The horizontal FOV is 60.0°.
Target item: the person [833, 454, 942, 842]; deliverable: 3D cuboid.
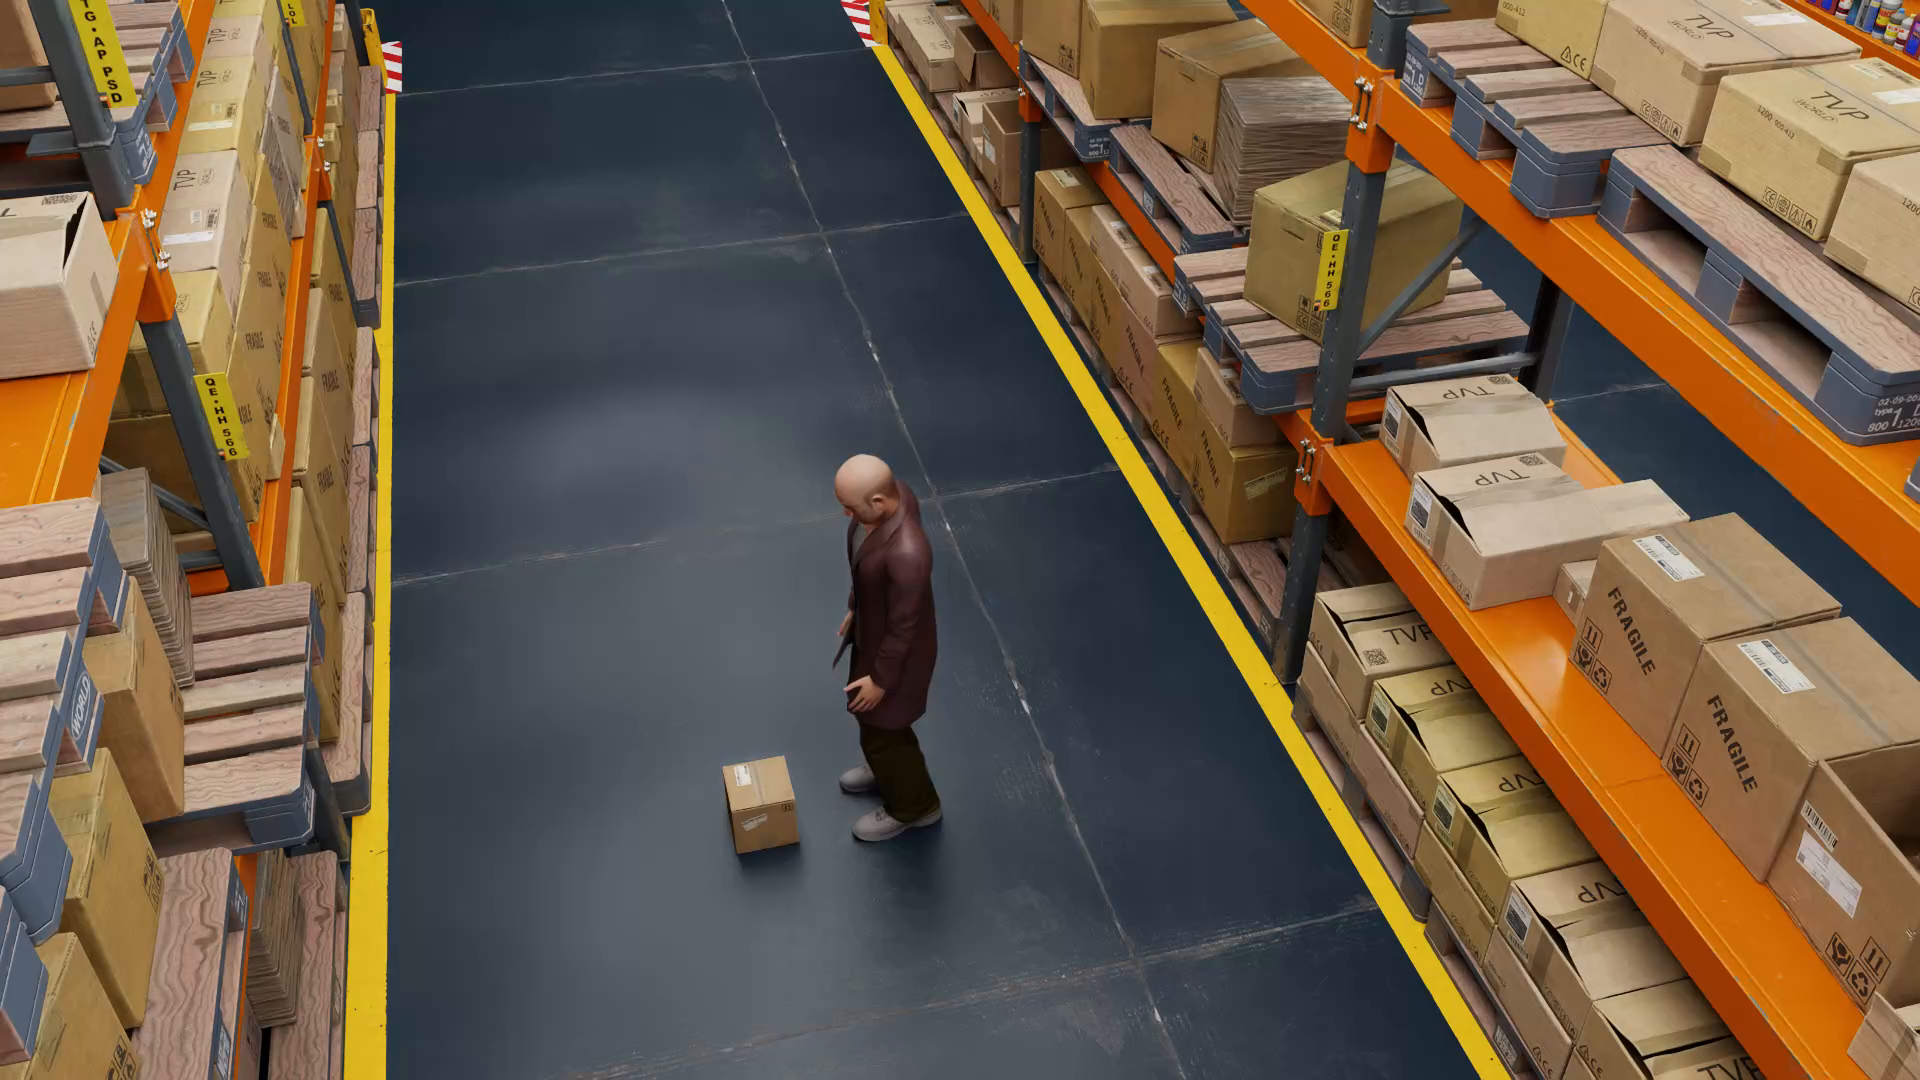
[{"bbox_3d":[-0.281,0.402,6.238,0.390,1.752,0.579,-8,38,-11],"label":"person"}]
